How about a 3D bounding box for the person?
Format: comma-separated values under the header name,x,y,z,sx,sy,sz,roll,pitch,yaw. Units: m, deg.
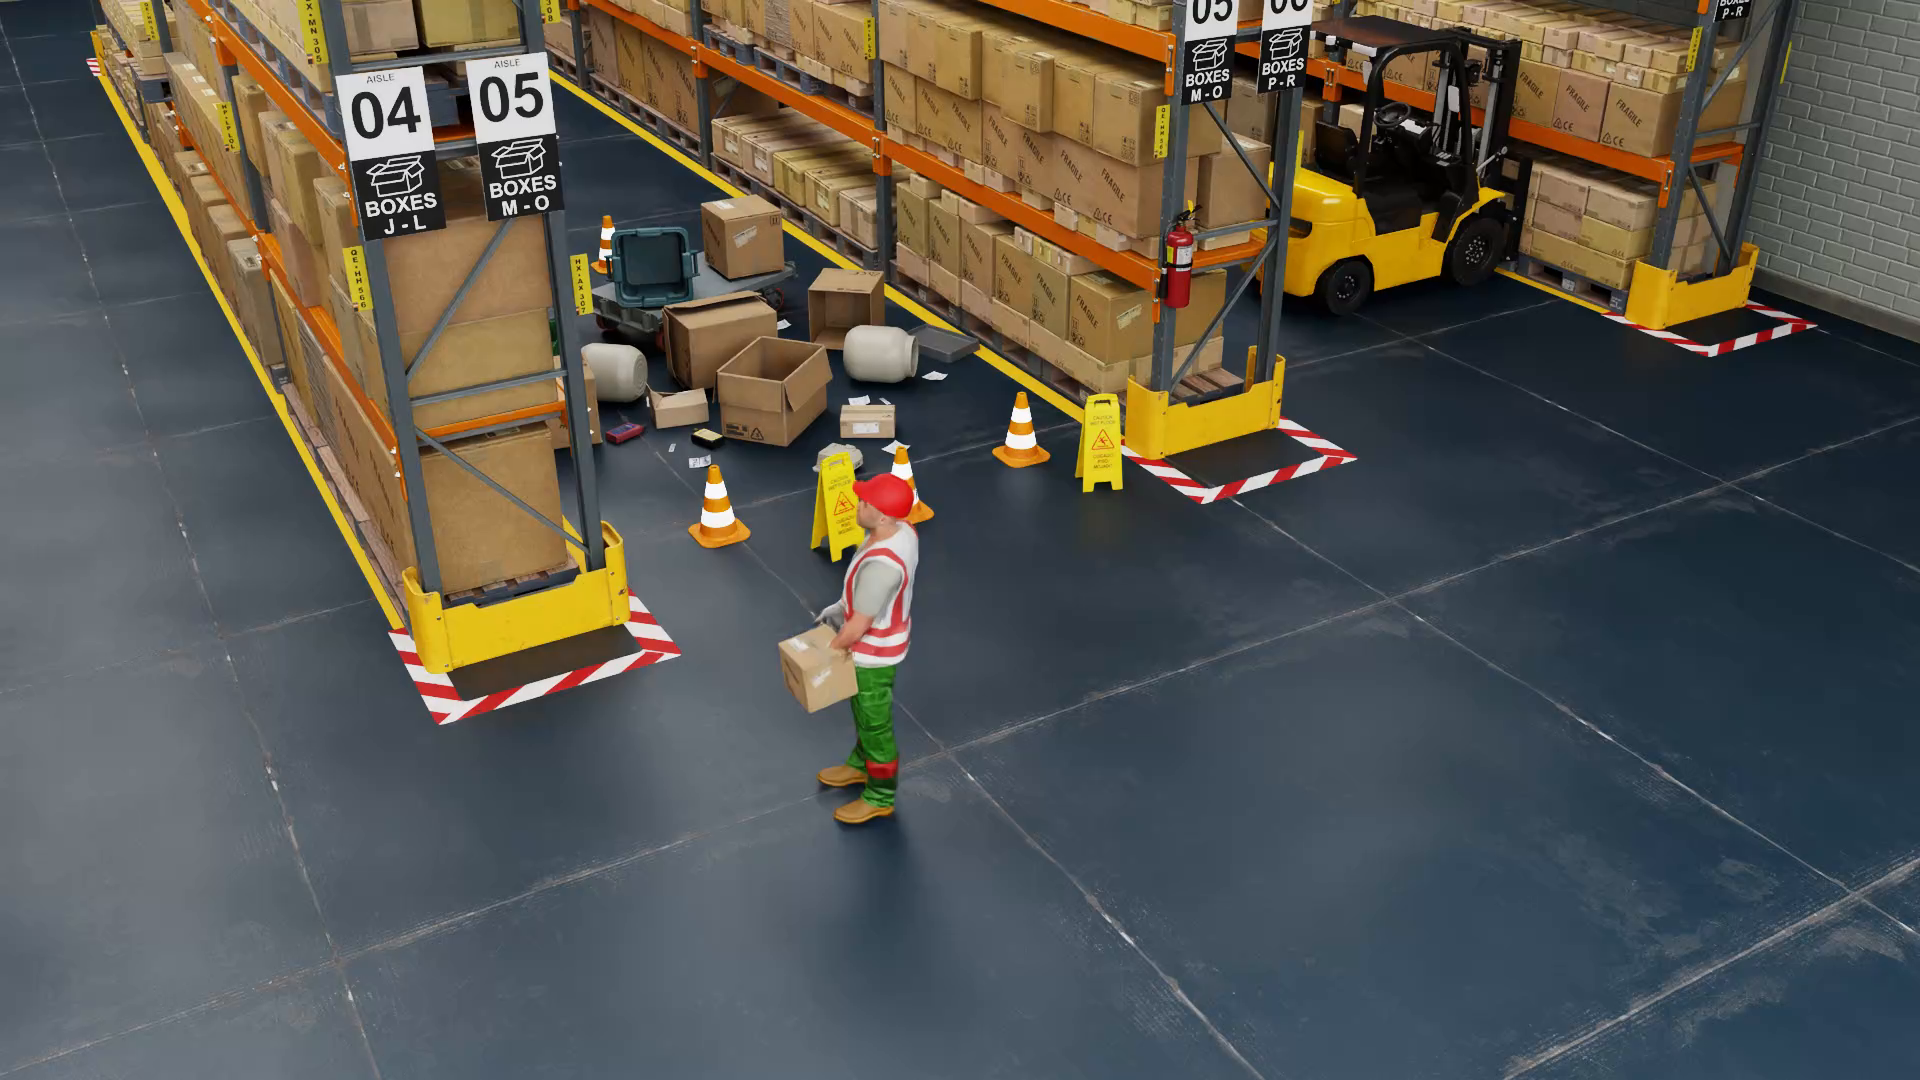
name,x,y,z,sx,sy,sz,roll,pitch,yaw
person,-0.455,0.498,7.620,0.526,1.792,0.524,3,29,5
